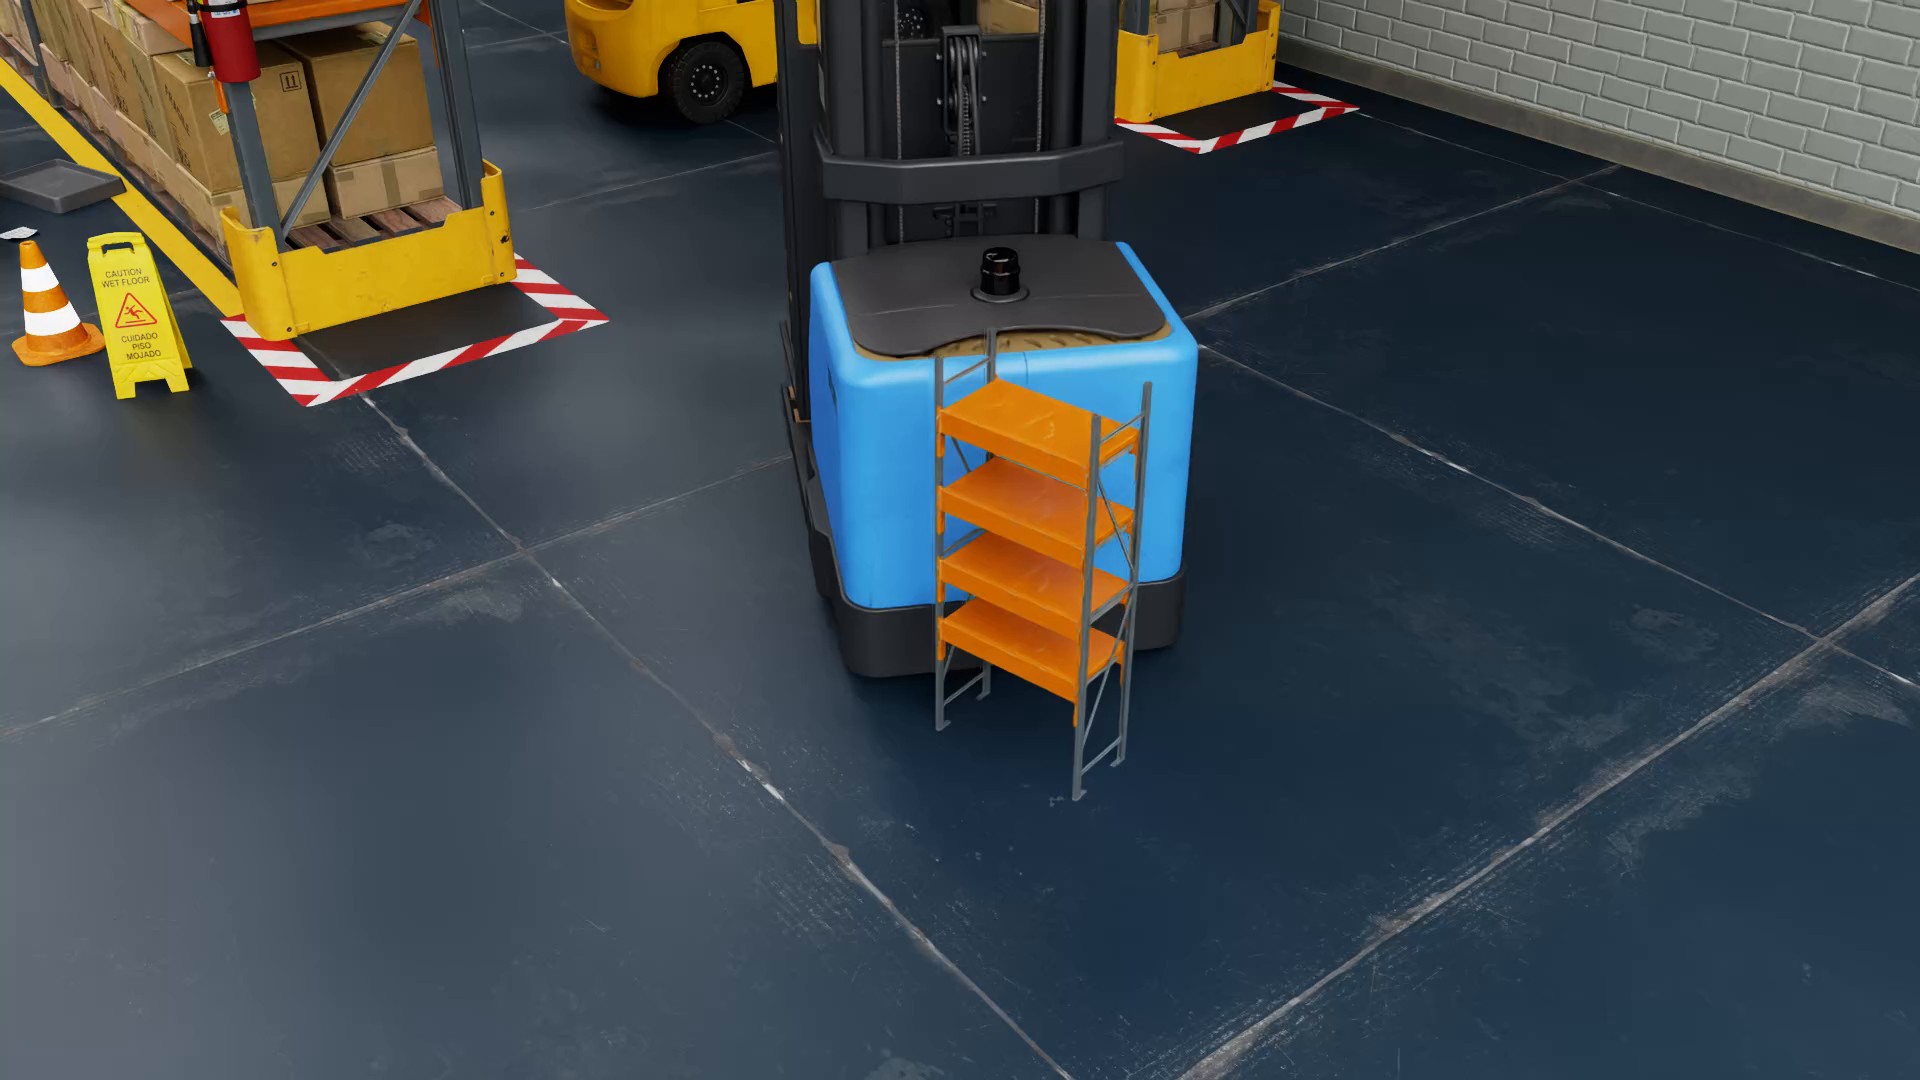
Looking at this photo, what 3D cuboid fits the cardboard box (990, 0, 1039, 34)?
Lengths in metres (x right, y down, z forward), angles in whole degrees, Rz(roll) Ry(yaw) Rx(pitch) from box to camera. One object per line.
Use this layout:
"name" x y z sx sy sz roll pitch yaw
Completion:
"cardboard box" 0.534 -3.262 10.367 0.500 0.250 0.500 -22 38 -31

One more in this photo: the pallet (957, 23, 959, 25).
"pallet" 0.123 -3.576 11.308 1.003 0.211 1.213 -22 38 -31

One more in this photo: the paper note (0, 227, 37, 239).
"paper note" -4.618 -1.508 8.149 0.148 0.019 0.142 18 36 27

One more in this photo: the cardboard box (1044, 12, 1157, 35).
"cardboard box" 0.831 -3.051 10.028 0.500 0.250 0.500 -22 38 -31

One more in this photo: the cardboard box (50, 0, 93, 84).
"cardboard box" -4.516 -2.783 8.886 0.500 0.500 0.500 -21 37 -30

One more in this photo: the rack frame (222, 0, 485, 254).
"rack frame" -2.550 -2.340 6.675 1.000 3.000 0.127 -22 38 -31

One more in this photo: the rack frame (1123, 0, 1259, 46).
"rack frame" 1.369 -3.948 9.263 1.000 3.000 0.127 -22 38 -31

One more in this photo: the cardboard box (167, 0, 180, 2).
"cardboard box" -3.191 -2.390 6.993 0.380 0.149 0.250 -23 38 -32

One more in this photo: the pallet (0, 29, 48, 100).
"pallet" -5.481 -3.147 10.616 1.003 0.211 1.213 -22 38 -31

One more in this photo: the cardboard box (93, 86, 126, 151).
"cardboard box" -4.190 -2.245 8.730 0.500 0.250 0.500 -23 38 -32

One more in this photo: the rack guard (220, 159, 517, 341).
"rack guard" -2.596 -1.310 7.385 1.175 0.500 0.348 -22 38 -31

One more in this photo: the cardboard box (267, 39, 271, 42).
"cardboard box" -3.165 -2.321 8.141 0.500 0.500 0.500 -24 39 -33

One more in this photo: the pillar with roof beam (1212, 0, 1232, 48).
"pillar with roof beam" -1.747 -5.685 6.374 9.100 9.000 0.400 -22 38 -31

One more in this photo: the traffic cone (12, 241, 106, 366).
"traffic cone" -3.832 -1.024 6.961 0.336 0.463 0.334 -22 38 -31

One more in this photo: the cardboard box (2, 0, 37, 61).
"cardboard box" -5.326 -3.287 10.292 0.950 0.372 0.625 -22 38 -31

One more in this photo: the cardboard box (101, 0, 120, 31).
"cardboard box" -3.837 -2.541 7.881 0.380 0.149 0.250 -21 37 -29

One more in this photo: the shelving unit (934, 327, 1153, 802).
"shelving unit" 0.202 0.082 4.476 0.503 1.200 0.258 24 39 32

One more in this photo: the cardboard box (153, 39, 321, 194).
"cardboard box" -3.247 -1.918 7.493 0.500 0.500 0.500 -22 38 -31

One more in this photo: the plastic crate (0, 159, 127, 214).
"plastic crate" -4.688 -1.847 8.648 0.583 0.080 0.402 18 36 27

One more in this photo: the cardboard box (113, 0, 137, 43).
"cardboard box" -3.677 -2.431 7.704 0.380 0.149 0.250 -22 38 -31

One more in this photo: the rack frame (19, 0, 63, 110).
"rack frame" -5.003 -4.007 9.359 1.000 3.000 0.127 -22 38 -31

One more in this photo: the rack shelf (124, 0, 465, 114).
"rack shelf" -3.776 -2.868 8.207 1.077 0.370 4.000 -22 38 -31

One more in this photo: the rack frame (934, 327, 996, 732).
"rack frame" 0.012 -0.001 4.606 0.015 1.200 0.240 24 39 32

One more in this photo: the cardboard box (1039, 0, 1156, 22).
"cardboard box" 0.824 -3.272 9.909 0.500 0.250 0.500 -23 38 -32

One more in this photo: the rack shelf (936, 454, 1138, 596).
"rack shelf" 0.203 -0.050 4.393 0.480 0.148 0.258 24 39 32

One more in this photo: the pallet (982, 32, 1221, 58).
"pallet" 0.867 -3.068 10.490 1.003 0.211 1.213 -22 38 -31

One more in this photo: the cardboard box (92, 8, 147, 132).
"cardboard box" -3.874 -2.347 8.184 0.500 0.500 0.500 -23 39 -32

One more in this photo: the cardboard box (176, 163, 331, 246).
"cardboard box" -3.273 -1.610 7.708 0.500 0.250 0.500 -22 38 -32

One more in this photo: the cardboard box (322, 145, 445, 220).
"cardboard box" -2.826 -1.776 7.975 0.500 0.250 0.500 -23 38 -32

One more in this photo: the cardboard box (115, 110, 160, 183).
"cardboard box" -3.895 -2.035 8.392 0.500 0.250 0.500 -24 39 -33

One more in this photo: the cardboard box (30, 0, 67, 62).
"cardboard box" -4.854 -3.003 9.239 0.500 0.500 0.500 -20 37 -29

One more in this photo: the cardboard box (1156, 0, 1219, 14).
"cardboard box" 1.245 -3.433 10.169 0.500 0.250 0.500 -21 38 -31

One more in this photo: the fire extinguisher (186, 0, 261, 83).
"fire extinguisher" -2.844 -2.110 6.378 0.296 0.674 0.183 -22 38 -31

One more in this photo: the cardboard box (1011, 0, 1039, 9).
"cardboard box" 0.524 -3.484 10.252 0.500 0.250 0.500 -23 38 -32

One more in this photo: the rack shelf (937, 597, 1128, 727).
"rack shelf" 0.201 0.307 4.618 0.480 0.148 0.258 24 39 32

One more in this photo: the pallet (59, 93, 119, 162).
"pallet" -4.563 -2.554 9.662 1.003 0.211 1.213 -22 38 -31

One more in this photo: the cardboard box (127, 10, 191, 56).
"cardboard box" -3.525 -2.325 7.533 0.380 0.149 0.250 -21 38 -30

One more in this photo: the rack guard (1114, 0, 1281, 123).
"rack guard" 1.384 -2.876 9.906 1.175 0.500 0.348 -22 38 -31

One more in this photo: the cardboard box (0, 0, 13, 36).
"cardboard box" -5.770 -3.586 10.773 0.950 0.372 0.625 -20 37 -29

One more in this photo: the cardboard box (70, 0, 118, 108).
"cardboard box" -4.200 -2.567 8.537 0.500 0.500 0.500 -20 37 -29

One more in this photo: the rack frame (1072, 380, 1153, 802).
"rack frame" 0.392 0.164 4.347 0.015 1.200 0.240 24 39 32

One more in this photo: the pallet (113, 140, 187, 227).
"pallet" -3.810 -2.045 8.843 1.003 0.211 1.213 -22 38 -31

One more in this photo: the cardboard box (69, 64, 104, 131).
"cardboard box" -4.518 -2.465 9.085 0.500 0.250 0.500 -20 37 -29

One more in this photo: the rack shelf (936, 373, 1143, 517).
"rack shelf" 0.204 -0.250 4.266 0.480 0.148 0.258 24 39 32

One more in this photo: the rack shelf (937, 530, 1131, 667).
"rack shelf" 0.202 0.139 4.512 0.480 0.148 0.258 24 39 32

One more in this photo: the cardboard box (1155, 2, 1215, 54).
"cardboard box" 1.222 -3.226 10.309 0.500 0.250 0.500 -22 38 -31

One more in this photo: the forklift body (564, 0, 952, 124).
"forklift body" -1.235 -3.787 9.809 2.313 2.155 1.214 -22 38 -31

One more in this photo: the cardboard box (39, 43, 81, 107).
"cardboard box" -4.854 -2.684 9.437 0.500 0.250 0.500 -24 39 -33

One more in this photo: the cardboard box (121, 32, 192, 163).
"cardboard box" -3.570 -2.135 7.842 0.500 0.500 0.500 -21 37 -30

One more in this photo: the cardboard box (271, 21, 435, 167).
"cardboard box" -2.841 -2.104 7.792 0.500 0.500 0.500 -24 39 -33

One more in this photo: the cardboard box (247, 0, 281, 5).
"cardboard box" -2.948 -2.320 6.880 0.380 0.149 0.250 -21 37 -30

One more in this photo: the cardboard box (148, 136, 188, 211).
"cardboard box" -3.569 -1.819 8.043 0.500 0.250 0.500 -22 38 -31

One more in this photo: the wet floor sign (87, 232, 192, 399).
"wet floor sign" -3.278 -0.915 6.611 0.267 0.644 0.232 -10 33 -15

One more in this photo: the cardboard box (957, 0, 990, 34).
"cardboard box" 0.234 -3.473 10.707 0.500 0.250 0.500 -22 38 -31

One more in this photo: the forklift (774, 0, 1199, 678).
"forklift" -0.082 -1.600 5.547 1.130 2.935 3.031 -5 32 -9

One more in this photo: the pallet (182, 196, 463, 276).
"pallet" -3.067 -1.537 8.025 1.003 0.211 1.213 -22 38 -31
